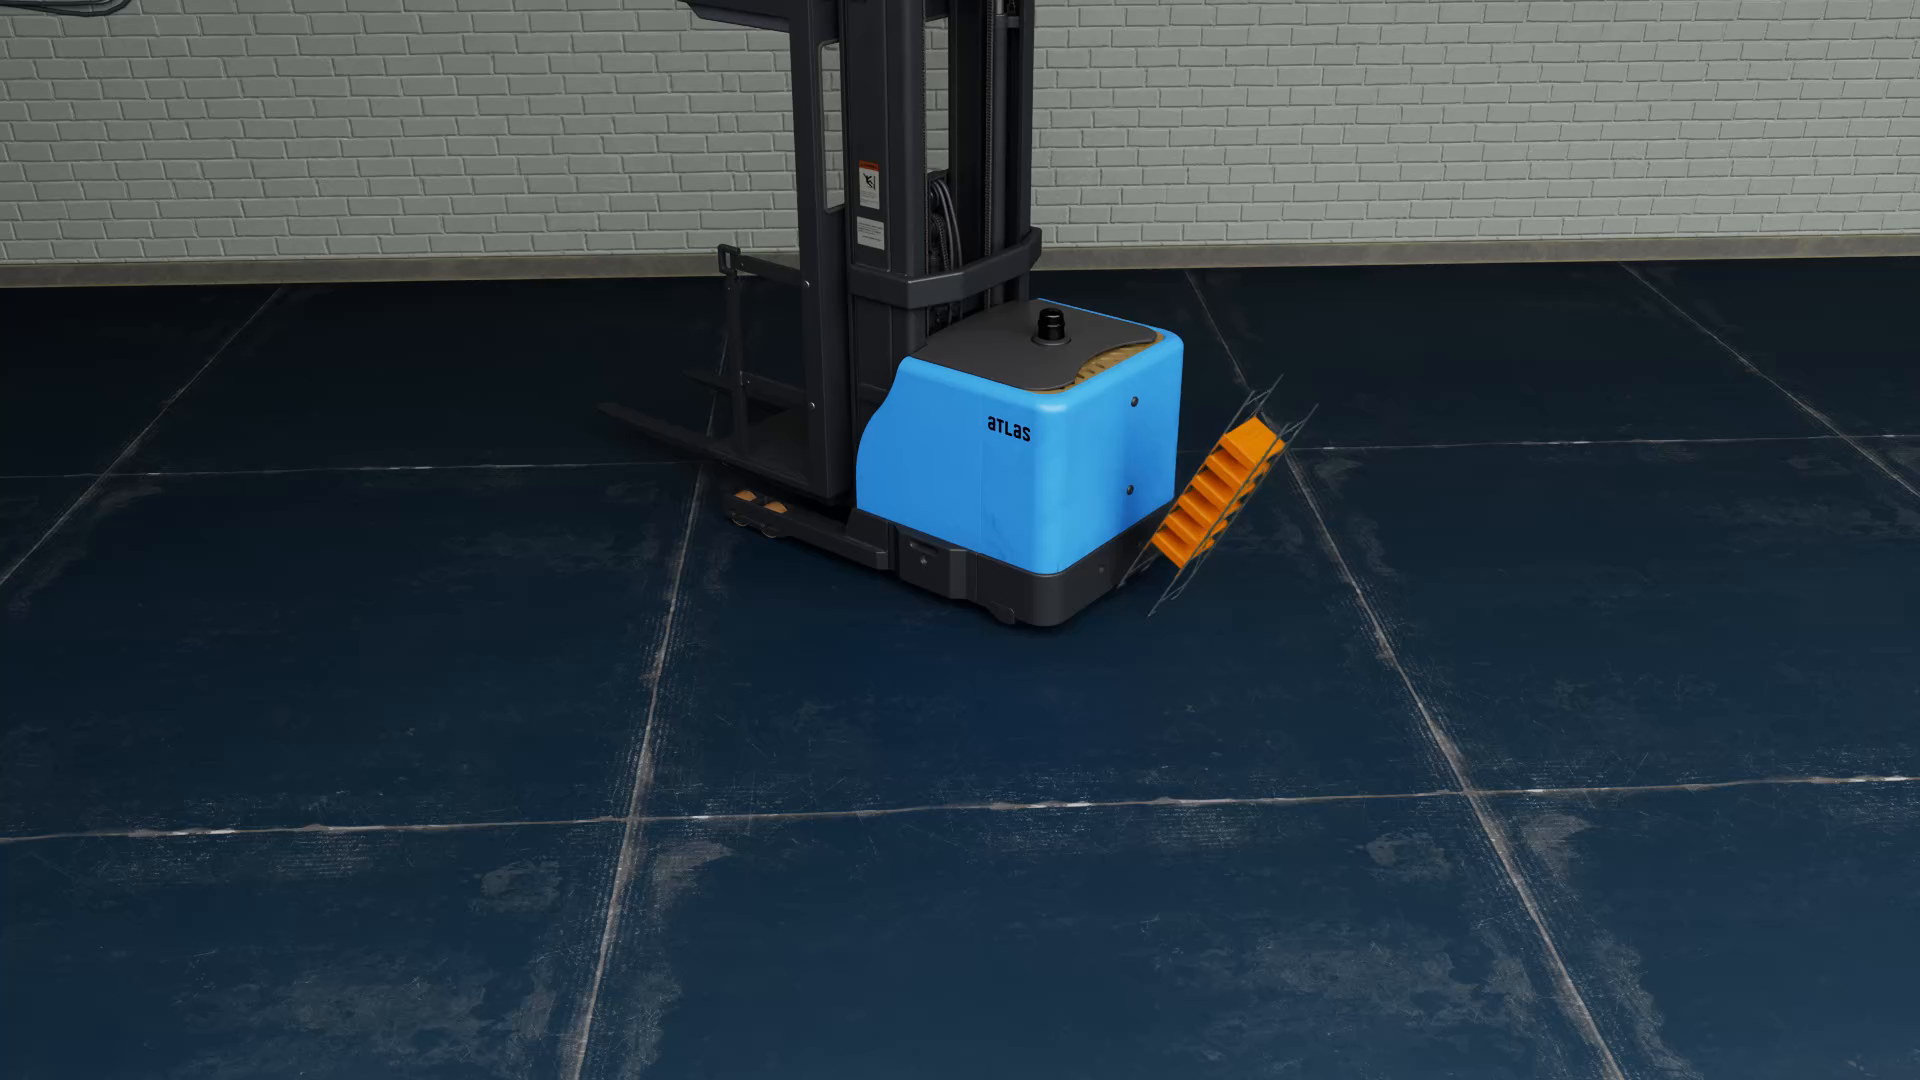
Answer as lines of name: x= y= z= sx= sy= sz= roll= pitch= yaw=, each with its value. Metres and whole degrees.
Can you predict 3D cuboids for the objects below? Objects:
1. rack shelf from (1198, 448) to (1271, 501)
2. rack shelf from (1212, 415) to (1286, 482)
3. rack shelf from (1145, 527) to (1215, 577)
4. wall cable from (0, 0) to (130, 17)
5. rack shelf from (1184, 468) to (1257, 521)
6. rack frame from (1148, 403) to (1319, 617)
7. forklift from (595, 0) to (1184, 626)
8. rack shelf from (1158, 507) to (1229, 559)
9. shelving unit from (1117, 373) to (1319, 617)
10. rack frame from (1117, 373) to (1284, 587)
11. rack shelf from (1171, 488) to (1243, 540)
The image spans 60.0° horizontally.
rack shelf: x=1.109 y=-0.290 z=6.688 sx=0.180 sy=0.103 sz=0.258 roll=45 pitch=44 yaw=16
rack shelf: x=1.153 y=-0.367 z=6.607 sx=0.180 sy=0.103 sz=0.258 roll=45 pitch=44 yaw=16
rack shelf: x=0.933 y=0.019 z=7.010 sx=0.180 sy=0.103 sz=0.258 roll=45 pitch=44 yaw=16
wall cable: x=-6.461 y=-4.253 z=9.532 sx=3.097 sy=2.526 sz=0.112 roll=-1 pitch=28 yaw=-3
rack shelf: x=1.065 y=-0.212 z=6.769 sx=0.180 sy=0.103 sz=0.258 roll=45 pitch=44 yaw=16
rack frame: x=1.100 y=-0.102 z=6.794 sx=0.006 sy=1.200 sz=0.240 roll=45 pitch=44 yaw=16
forklift: x=-0.495 y=-1.480 z=7.419 sx=3.031 sy=2.935 sz=1.130 roll=20 pitch=34 yaw=33
rack shelf: x=0.977 y=-0.058 z=6.930 sx=0.180 sy=0.103 sz=0.258 roll=45 pitch=44 yaw=16
shelving unit: x=1.037 y=-0.164 z=6.819 sx=0.189 sy=1.200 sz=0.258 roll=45 pitch=44 yaw=16
rack frame: x=0.975 y=-0.226 z=6.844 sx=0.006 sy=1.200 sz=0.240 roll=45 pitch=44 yaw=16
rack shelf: x=1.021 y=-0.135 z=6.849 sx=0.180 sy=0.103 sz=0.258 roll=45 pitch=44 yaw=16
